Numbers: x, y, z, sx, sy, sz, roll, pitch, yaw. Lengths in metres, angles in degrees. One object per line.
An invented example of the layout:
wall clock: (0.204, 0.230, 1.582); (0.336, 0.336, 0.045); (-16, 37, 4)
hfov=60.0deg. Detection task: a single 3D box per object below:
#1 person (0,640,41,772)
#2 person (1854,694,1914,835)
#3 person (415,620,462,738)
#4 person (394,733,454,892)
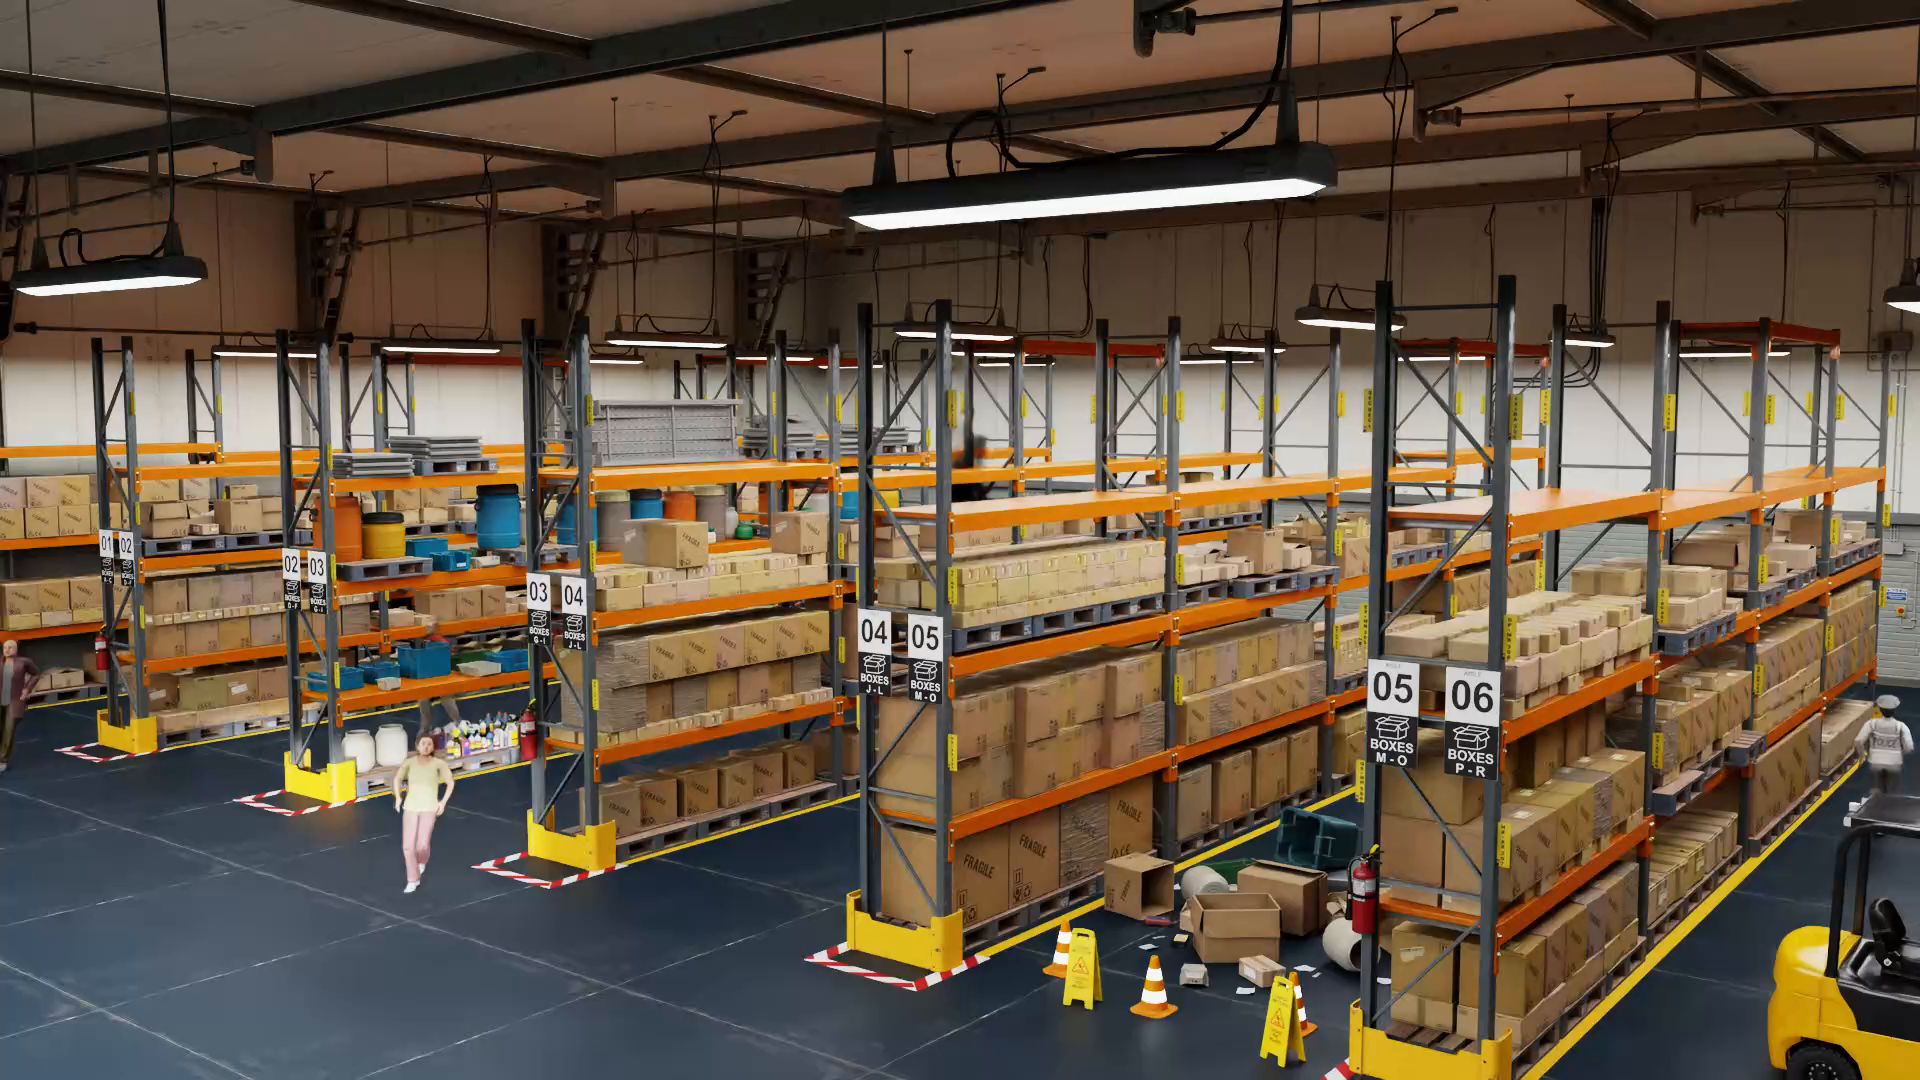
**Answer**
person: (-13.245, 2.274, 23.206); (0.720, 1.783, 0.933); (-1, 5, -17)
person: (10.906, 2.637, 19.625); (0.607, 1.659, 0.518); (3, 6, 35)
person: (-7.944, 2.152, 25.370); (0.629, 1.729, 0.811); (3, 6, 31)
person: (-0.867, 2.644, 19.798); (10.516, 1.638, 4.362); (0, 5, -4)
